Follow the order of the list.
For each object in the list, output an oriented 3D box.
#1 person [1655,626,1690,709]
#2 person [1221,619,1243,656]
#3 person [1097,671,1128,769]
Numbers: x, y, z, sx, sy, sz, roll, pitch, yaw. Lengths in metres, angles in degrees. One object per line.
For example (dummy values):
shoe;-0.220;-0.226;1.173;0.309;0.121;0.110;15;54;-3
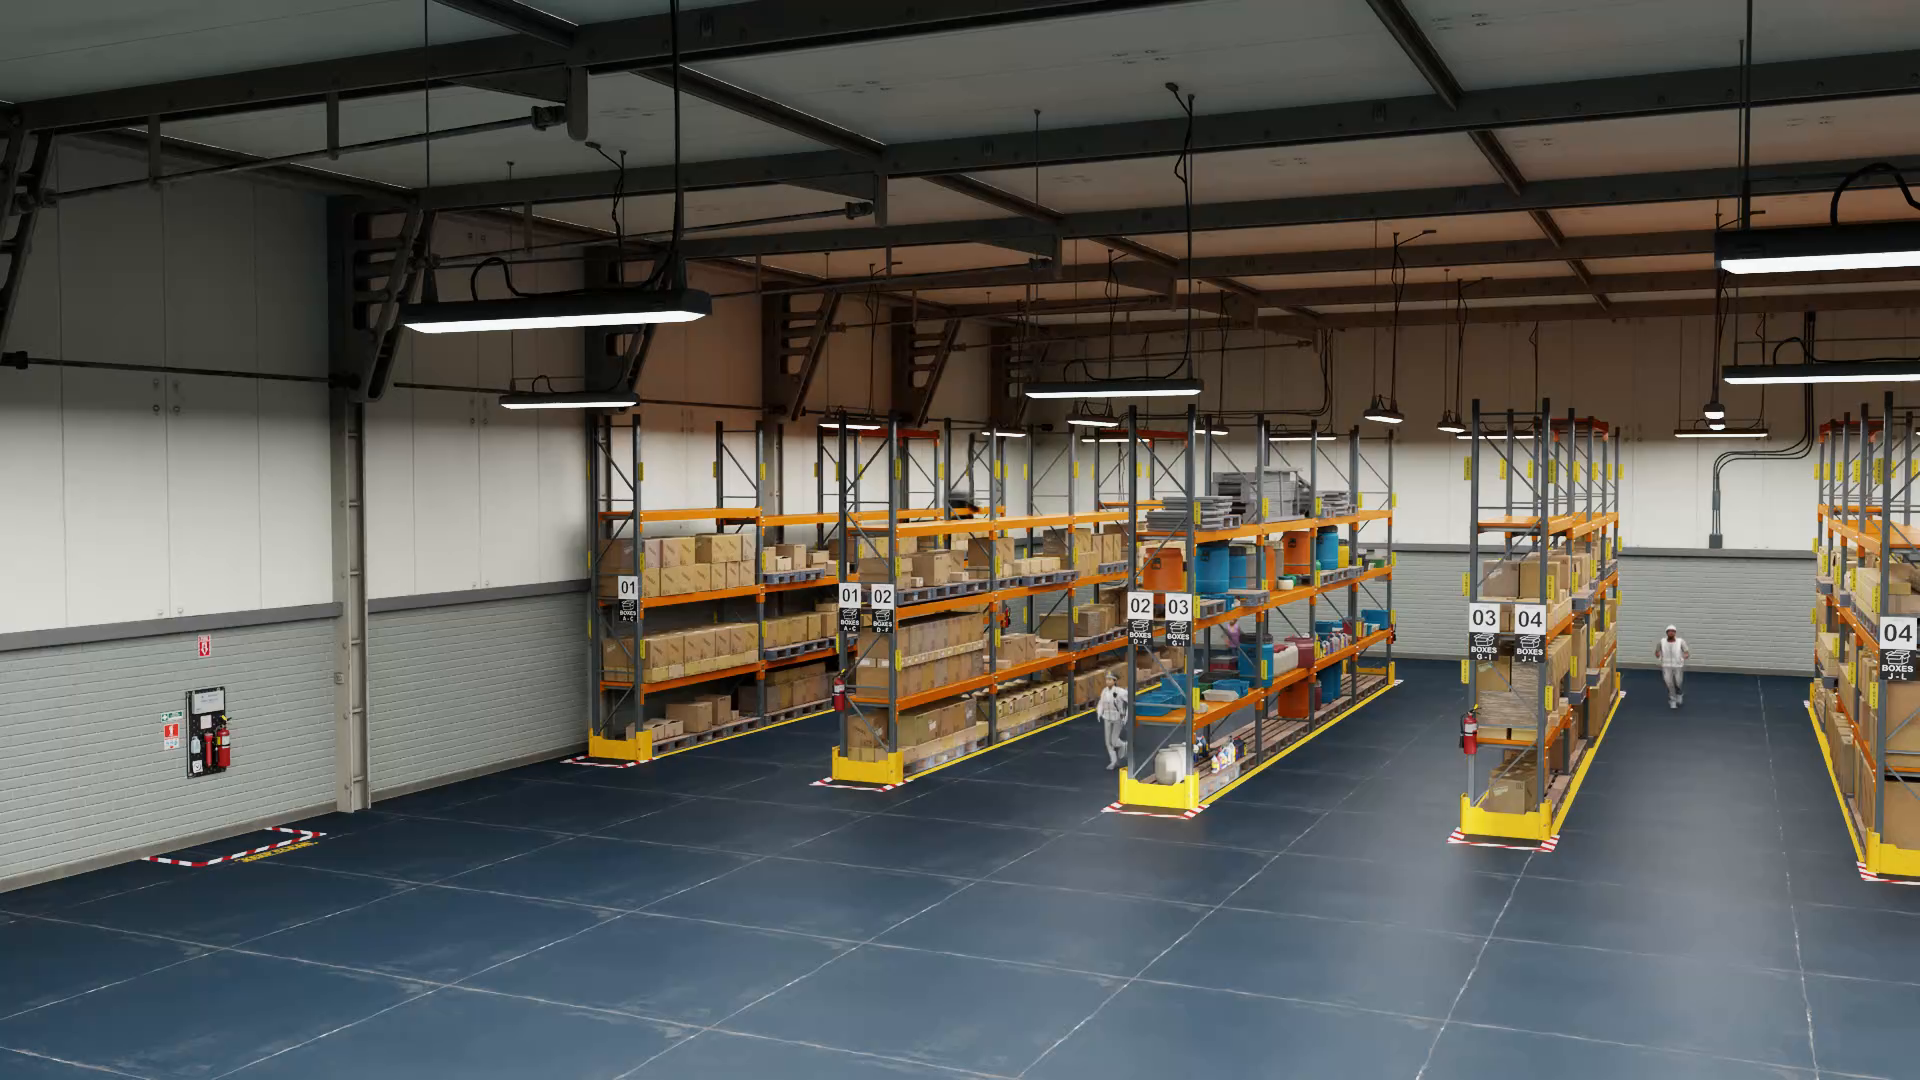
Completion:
person;15.104;2.687;35.280;0.690;1.743;0.722;1;3;25
person;6.608;2.582;40.146;0.542;1.535;0.533;0;2;-3
person;2.581;3.036;27.984;0.641;1.660;0.581;2;3;36
